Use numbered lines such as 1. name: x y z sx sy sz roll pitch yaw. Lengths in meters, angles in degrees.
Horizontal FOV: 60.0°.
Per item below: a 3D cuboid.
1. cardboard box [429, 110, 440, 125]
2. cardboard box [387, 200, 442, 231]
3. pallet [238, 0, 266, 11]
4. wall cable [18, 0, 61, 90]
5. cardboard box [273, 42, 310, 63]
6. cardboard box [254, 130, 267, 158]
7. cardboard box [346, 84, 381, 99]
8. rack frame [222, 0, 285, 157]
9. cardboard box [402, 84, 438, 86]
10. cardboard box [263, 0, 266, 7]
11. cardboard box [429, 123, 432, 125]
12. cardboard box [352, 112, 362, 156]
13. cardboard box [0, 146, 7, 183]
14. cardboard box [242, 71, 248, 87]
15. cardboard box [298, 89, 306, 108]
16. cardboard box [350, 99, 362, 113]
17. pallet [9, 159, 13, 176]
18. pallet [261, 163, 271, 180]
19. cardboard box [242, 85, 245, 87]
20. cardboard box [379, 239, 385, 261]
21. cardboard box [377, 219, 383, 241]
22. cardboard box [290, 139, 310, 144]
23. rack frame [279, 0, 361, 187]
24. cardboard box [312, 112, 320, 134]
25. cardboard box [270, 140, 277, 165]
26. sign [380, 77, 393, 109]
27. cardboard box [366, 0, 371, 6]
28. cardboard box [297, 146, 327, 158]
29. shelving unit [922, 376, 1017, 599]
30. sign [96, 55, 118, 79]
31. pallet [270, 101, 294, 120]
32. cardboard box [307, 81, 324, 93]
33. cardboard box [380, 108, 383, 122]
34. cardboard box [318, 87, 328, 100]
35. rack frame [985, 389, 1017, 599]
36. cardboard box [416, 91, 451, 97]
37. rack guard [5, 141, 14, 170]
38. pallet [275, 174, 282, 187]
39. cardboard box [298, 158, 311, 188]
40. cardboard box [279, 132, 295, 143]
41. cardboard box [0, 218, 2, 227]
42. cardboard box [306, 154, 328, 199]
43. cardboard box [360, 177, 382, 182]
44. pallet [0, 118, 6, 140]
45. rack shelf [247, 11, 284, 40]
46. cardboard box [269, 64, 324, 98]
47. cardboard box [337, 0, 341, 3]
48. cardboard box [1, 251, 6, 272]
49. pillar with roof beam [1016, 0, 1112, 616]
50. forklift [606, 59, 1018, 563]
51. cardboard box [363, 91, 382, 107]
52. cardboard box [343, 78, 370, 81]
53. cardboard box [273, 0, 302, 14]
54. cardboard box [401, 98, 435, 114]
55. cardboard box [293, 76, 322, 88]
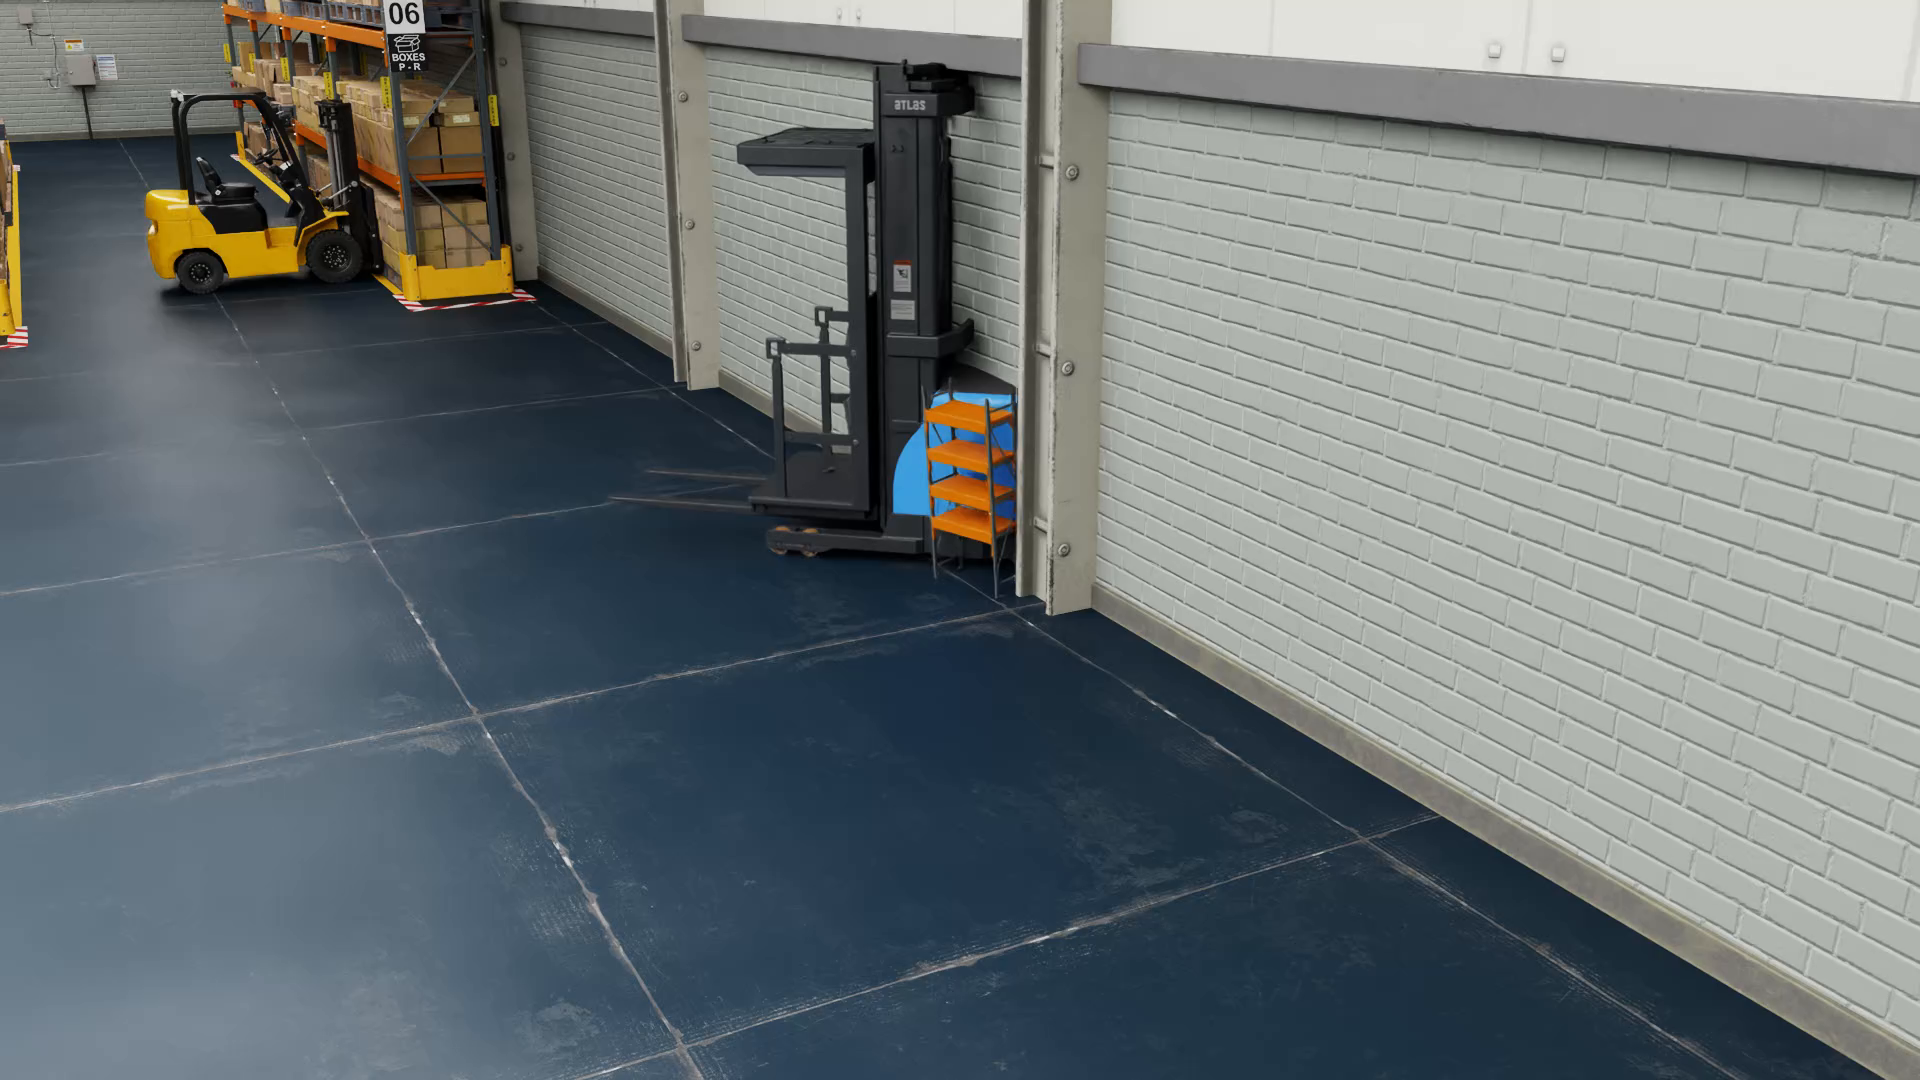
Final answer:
1. cardboard box: -5.716 -4.728 18.587 0.380 0.149 0.250 -10 21 -27
2. cardboard box: -6.103 -3.631 18.594 0.500 0.250 0.500 -9 21 -25
3. pallet: -11.060 -8.751 27.084 1.213 0.211 1.003 -10 21 -27
4. wall cable: -19.029 -10.317 34.374 0.588 1.984 0.122 -10 21 -27
5. cardboard box: -11.781 -8.513 29.329 0.500 0.500 0.500 -11 22 -28
6. cardboard box: -12.136 -7.046 29.640 0.700 0.500 0.500 -11 22 -29
7. cardboard box: -7.254 -5.458 20.247 0.380 0.149 0.250 -9 21 -25
8. rack frame: -13.207 -8.769 31.444 1.000 3.000 0.127 -10 21 -27
9. cardboard box: -6.592 -5.481 20.314 0.380 0.149 0.250 -10 22 -28
10. cardboard box: -11.739 -8.977 27.835 0.380 0.149 0.250 -10 21 -27
11. cardboard box: -5.867 -4.554 19.078 0.500 0.500 0.500 -9 21 -25
12. cardboard box: -7.025 -4.911 20.112 0.500 0.500 0.500 -10 22 -27
13. cardboard box: -15.310 -5.879 25.684 0.875 0.875 0.875 -9 21 -25
14. cardboard box: -12.484 -8.233 29.667 0.500 0.250 0.500 -11 22 -28
15. cardboard box: -9.176 -6.328 23.836 0.500 0.250 0.500 -9 21 -25
16. cardboard box: -7.141 -5.243 20.080 0.380 0.149 0.250 -10 22 -27
17. pallet: -17.125 -6.463 29.038 1.003 0.211 1.213 -10 21 -27
18. pallet: -11.633 -6.499 29.143 1.003 0.211 1.213 -10 21 -27
19. cardboard box: -12.725 -8.135 29.995 0.380 0.149 0.250 -11 22 -28
20. cardboard box: -6.568 -3.449 19.601 0.500 0.250 0.500 -10 21 -26
21. cardboard box: -6.608 -3.692 19.539 0.500 0.250 0.500 -11 22 -28
22. cardboard box: -10.471 -6.283 26.435 0.380 0.149 0.250 -11 22 -29
23. rack frame: -9.408 -6.472 24.789 1.000 3.000 0.127 -10 21 -27
24. cardboard box: -8.683 -5.795 23.056 0.500 0.250 0.500 -9 21 -25
25. cardboard box: -11.276 -6.464 27.953 0.500 0.500 0.500 -9 21 -24
26. sign: -6.094 -4.755 17.674 0.100 0.325 0.005 -10 21 -27
27. cardboard box: -6.270 -5.911 18.154 0.380 0.149 0.250 -11 22 -28
28. cardboard box: -9.866 -5.898 25.320 0.380 0.149 0.250 -11 22 -29
29. shelving unit: 0.079 -0.307 9.634 0.503 1.200 0.258 16 29 41
30. sign: -18.018 -9.988 35.125 0.329 0.494 0.001 -10 21 -27
31. pallet: -9.792 -6.565 25.353 1.213 0.211 1.003 -10 21 -27
32. cardboard box: -8.894 -6.320 23.201 0.380 0.149 0.250 -9 21 -26
33. cardboard box: -6.345 -4.811 18.828 0.380 0.149 0.250 -10 21 -27
34. cardboard box: -8.317 -5.946 22.117 0.380 0.149 0.250 -11 22 -28
35. rack frame: 0.257 -0.255 9.475 0.015 1.200 0.240 16 29 41
36. cardboard box: -6.065 -5.099 19.205 0.380 0.149 0.250 -9 21 -25
37. rack guard: -17.585 -6.824 29.641 1.175 0.500 0.348 -10 21 -27
38. pallet: -10.888 -6.074 27.912 1.003 0.211 1.213 -10 21 -27
39. cardboard box: -9.798 -5.577 25.384 0.500 0.500 0.500 -9 21 -25
40. cardboard box: -11.040 -6.660 27.528 0.380 0.149 0.250 -11 22 -29
41. cardboard box: -13.158 -4.284 21.833 0.950 0.372 0.625 -10 22 -28
42. cardboard box: -9.124 -5.367 24.583 0.875 0.625 0.625 -9 21 -25
43. cardboard box: -7.321 -4.359 20.705 0.500 0.250 0.500 -10 21 -27
44. pallet: -13.343 -5.423 22.044 1.213 0.211 1.003 -10 21 -27
45. rack shelf: -10.358 -8.124 26.081 1.077 0.370 4.000 -10 21 -27
46. cardboard box: -10.346 -7.159 25.979 0.797 0.503 0.637 -11 22 -28
47. cardboard box: -7.198 -6.472 19.779 0.380 0.149 0.250 -9 21 -25
48. cardboard box: -10.859 -3.027 18.375 0.500 0.250 0.500 -10 21 -26
49. pillar with roof beam: -3.237 -3.239 6.223 9.100 9.000 0.400 -10 21 -27
50. forklift: -0.739 -1.450 10.341 3.031 2.935 1.130 4 19 12
51. cardboard box: -6.659 -5.091 19.183 0.380 0.149 0.250 -10 21 -26
52. cardboard box: -8.550 -6.476 23.652 0.380 0.149 0.250 -10 21 -27
53. cardboard box: -9.866 -7.929 24.642 0.500 0.250 0.500 -11 22 -28
54. cardboard box: -5.965 -4.740 18.166 0.380 0.149 0.250 -10 21 -27
55. cardboard box: -9.516 -6.689 24.270 0.380 0.149 0.250 -9 21 -25
